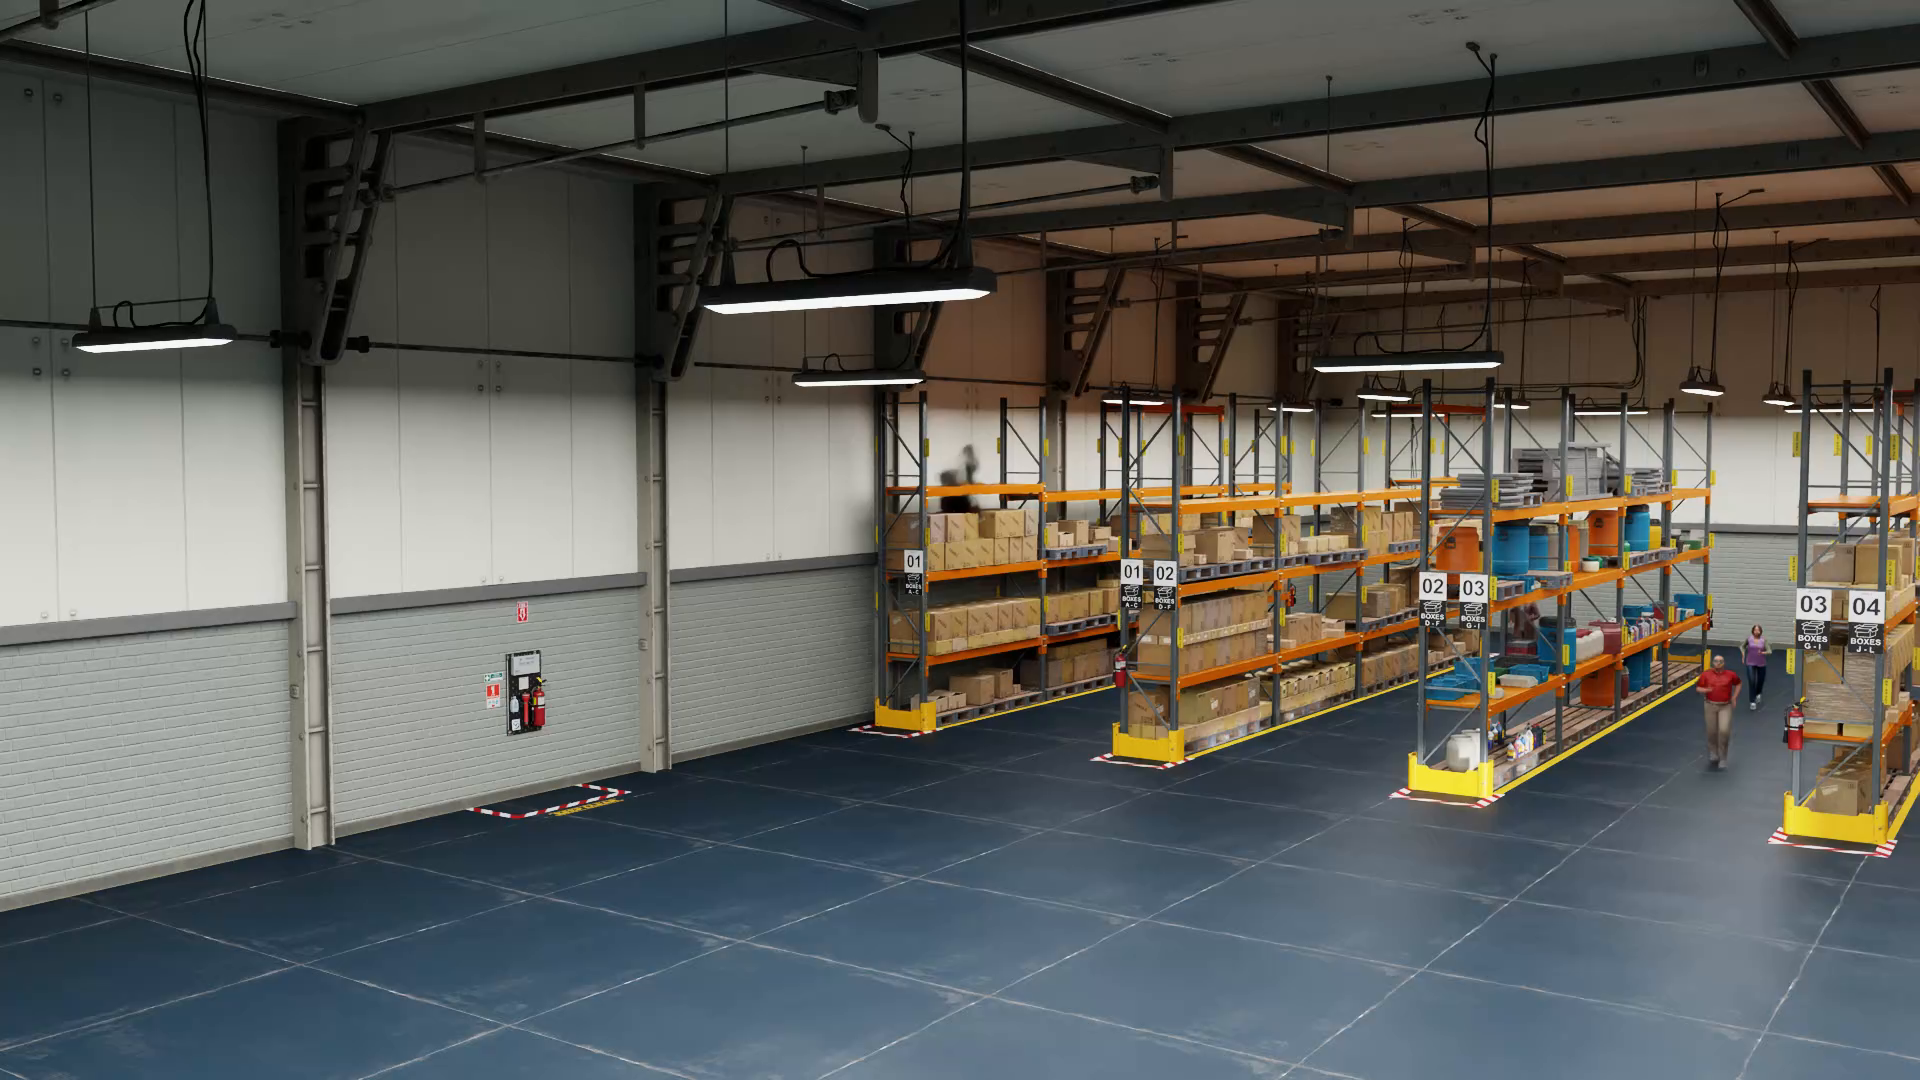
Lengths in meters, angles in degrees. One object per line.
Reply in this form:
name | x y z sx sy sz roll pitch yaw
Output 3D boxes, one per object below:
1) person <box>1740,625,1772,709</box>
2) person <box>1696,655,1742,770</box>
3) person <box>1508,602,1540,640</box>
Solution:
person | 15.280 2.412 31.930 0.537 1.585 0.893 1 3 22
person | 11.918 2.696 26.146 0.640 1.791 0.755 2 4 28
person | 12.706 1.989 37.527 0.721 1.713 0.888 2 4 31
